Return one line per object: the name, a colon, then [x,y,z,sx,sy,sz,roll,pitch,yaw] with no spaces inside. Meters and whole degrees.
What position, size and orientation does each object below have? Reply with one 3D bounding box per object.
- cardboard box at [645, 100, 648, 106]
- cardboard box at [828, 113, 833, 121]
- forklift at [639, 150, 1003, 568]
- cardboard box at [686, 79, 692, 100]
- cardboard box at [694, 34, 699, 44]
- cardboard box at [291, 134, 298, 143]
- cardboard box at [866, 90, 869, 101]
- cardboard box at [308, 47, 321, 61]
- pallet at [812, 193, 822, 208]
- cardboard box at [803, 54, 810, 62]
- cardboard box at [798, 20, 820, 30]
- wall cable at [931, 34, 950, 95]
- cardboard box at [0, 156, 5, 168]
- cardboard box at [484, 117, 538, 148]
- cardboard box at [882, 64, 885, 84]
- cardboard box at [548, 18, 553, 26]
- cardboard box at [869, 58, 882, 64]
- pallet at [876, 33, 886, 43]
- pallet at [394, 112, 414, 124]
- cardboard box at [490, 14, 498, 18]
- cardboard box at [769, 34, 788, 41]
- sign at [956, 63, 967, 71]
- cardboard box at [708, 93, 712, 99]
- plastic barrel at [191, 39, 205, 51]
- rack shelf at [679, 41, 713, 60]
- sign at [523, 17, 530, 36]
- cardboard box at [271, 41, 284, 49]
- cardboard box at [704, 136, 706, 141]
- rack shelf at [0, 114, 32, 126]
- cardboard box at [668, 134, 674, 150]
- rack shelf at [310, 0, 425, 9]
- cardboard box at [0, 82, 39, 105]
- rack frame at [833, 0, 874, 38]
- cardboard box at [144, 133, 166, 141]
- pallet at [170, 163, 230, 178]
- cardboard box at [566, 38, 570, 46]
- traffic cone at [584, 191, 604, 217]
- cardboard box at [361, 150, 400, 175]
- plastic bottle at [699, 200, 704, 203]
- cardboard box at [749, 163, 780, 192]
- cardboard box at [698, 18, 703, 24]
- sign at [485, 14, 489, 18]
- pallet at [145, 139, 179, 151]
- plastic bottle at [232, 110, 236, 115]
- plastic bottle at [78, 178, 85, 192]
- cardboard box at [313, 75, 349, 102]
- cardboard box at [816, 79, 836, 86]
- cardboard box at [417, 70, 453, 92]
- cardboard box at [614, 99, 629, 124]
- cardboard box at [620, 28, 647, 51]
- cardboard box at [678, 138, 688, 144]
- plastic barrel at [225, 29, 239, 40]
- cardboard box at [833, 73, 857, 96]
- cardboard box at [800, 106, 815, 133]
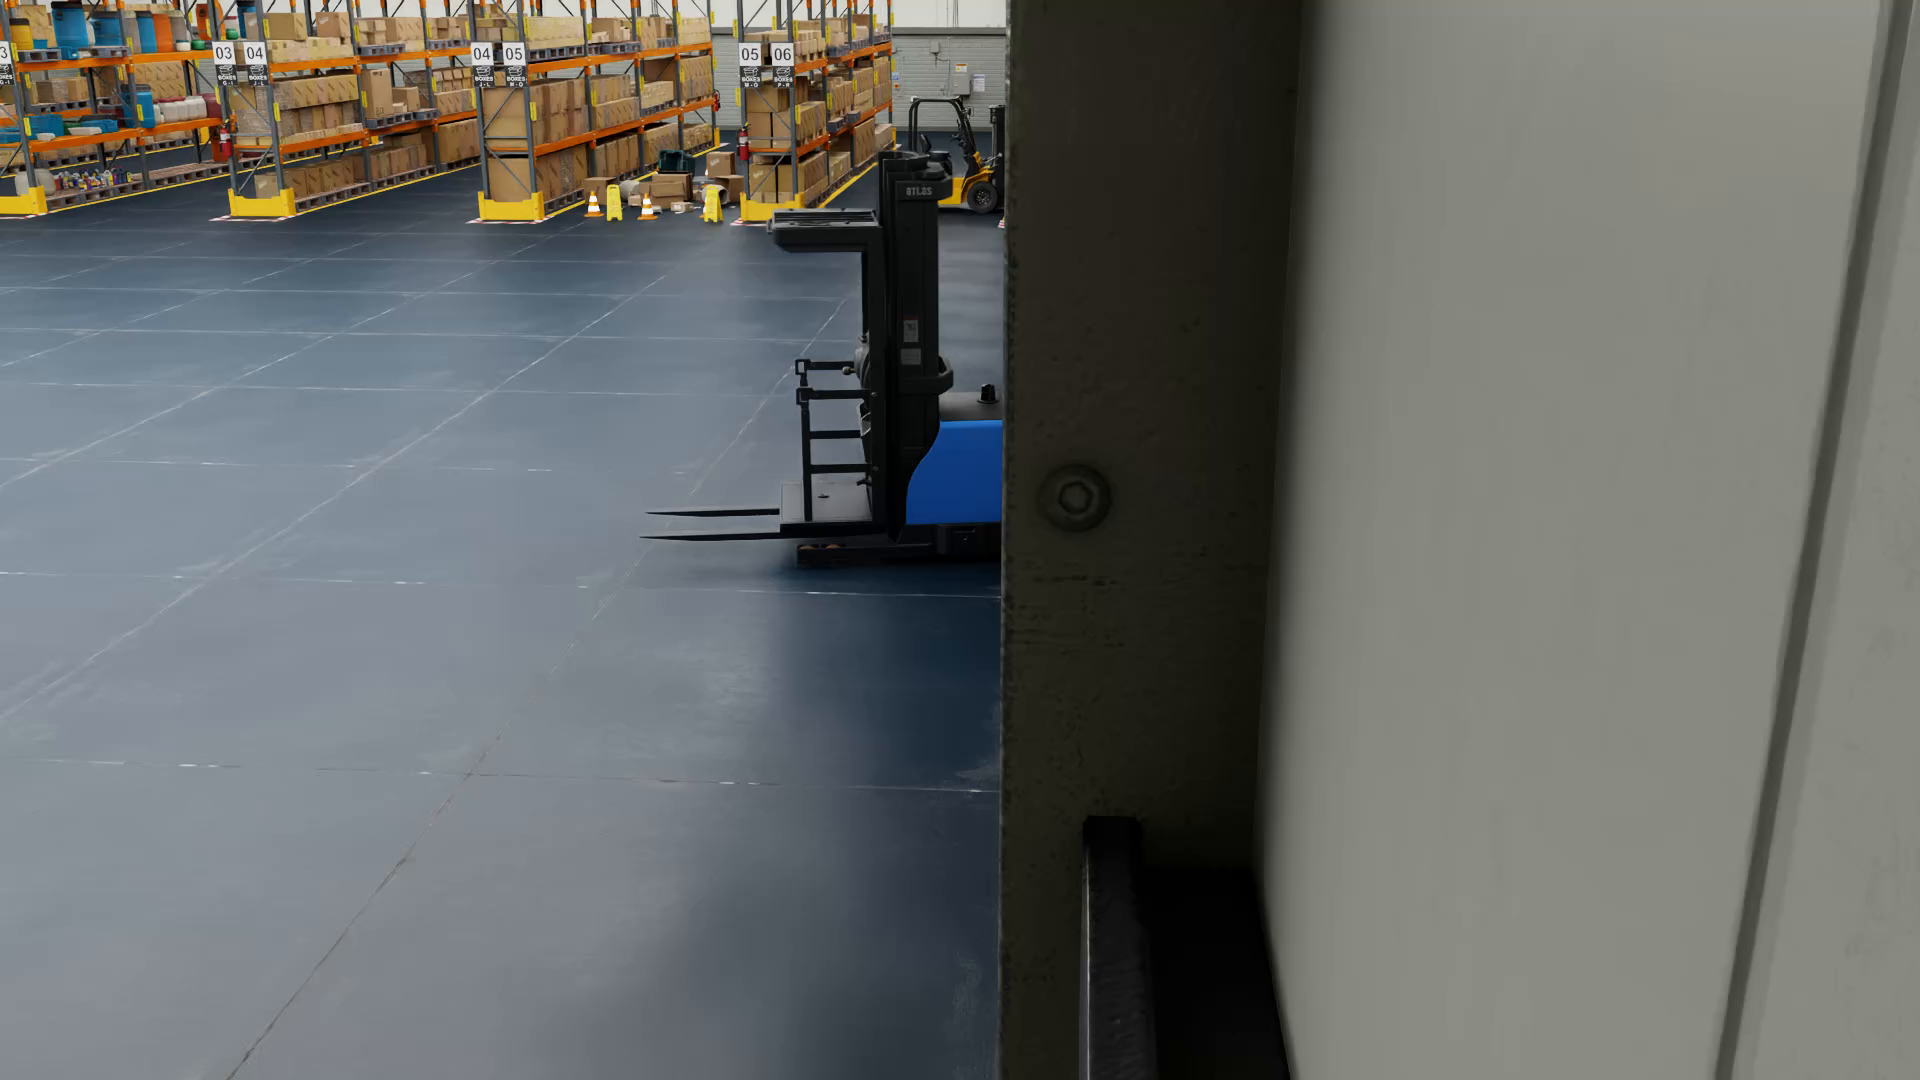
cardboard box: [-7.634,-10.391,39.545,0.380,0.149,0.250,2,18,7]
cardboard box: [-2.893,-8.932,35.095,0.380,0.149,0.250,2,18,5]
forklift: [-0.898,-1.356,12.354,3.031,2.935,1.130,-2,18,-6]
cardboard box: [-7.303,-11.742,43.302,0.500,0.500,0.500,1,18,4]
cardboard box: [-7.197,-13.223,43.882,0.500,0.250,0.500,2,18,6]
cardboard box: [-13.091,-7.785,32.267,0.380,0.149,0.250,1,18,4]
cardboard box: [-2.523,-10.880,40.747,0.500,0.250,0.500,2,18,5]
cardboard box: [-13.024,-9.640,32.950,0.500,0.250,0.500,2,18,6]
pallet: [-3.345,-6.773,33.254,1.003,0.211,1.213,1,18,4]
cardboard box: [-3.098,-9.248,31.916,0.380,0.149,0.250,1,18,5]
cardboard box: [-3.282,-10.979,35.558,0.500,0.250,0.500,2,18,5]
wall cable: [-0.591,-14.621,51.095,0.588,1.984,0.122,1,18,4]
cardboard box: [-22.593,-8.781,38.646,0.500,0.250,0.500,2,18,5]
cardboard box: [-8.497,-7.712,31.400,0.875,0.550,0.550,1,18,4]
cardboard box: [-2.269,-12.309,43.906,0.500,0.500,0.500,1,18,4]
cardboard box: [-8.045,-9.948,31.935,0.380,0.149,0.250,1,18,3]
cardboard box: [-2.264,-12.568,43.653,0.380,0.149,0.250,1,18,4]
pallet: [-2.515,-13.187,43.676,1.003,0.211,1.213,1,18,4]
pallet: [-12.946,-9.444,37.236,1.003,0.211,1.213,1,18,4]
cardboard box: [-12.519,-13.525,43.568,0.700,0.500,0.500,2,18,7]
cardboard box: [-3.305,-9.236,30.598,0.380,0.149,0.250,1,18,4]
sign: [0.038,-14.532,51.129,0.339,0.242,0.001,1,18,4]
cardboard box: [-7.073,-12.267,45.945,0.380,0.149,0.250,1,18,4]
plastic barrel: [-17.752,-11.535,38.742,0.294,0.245,0.294,0,18,0]
rack shelf: [-7.475,-12.956,43.983,1.077,0.370,4.000,1,18,4]
sign: [-7.926,-9.388,30.410,0.100,0.325,0.005,1,18,4]
cardboard box: [-13.053,-9.369,31.481,0.380,0.149,0.250,2,18,5]
cardboard box: [-7.184,-11.008,45.604,0.380,0.149,0.250,1,18,4]
rack shelf: [-22.869,-9.410,37.980,1.077,0.370,4.000,1,18,4]
cardboard box: [-7.457,-9.868,41.562,0.500,0.500,0.500,1,18,3]
rack shelf: [-12.989,-11.849,36.429,1.077,0.370,4.000,1,18,4]
cardboard box: [-22.793,-10.818,40.287,0.700,0.500,0.500,-5,19,-15]
rack frame: [-2.674,-14.023,41.267,1.000,3.000,0.127,1,18,4]
cardboard box: [-22.309,-11.222,45.656,0.797,0.503,0.637,1,18,4]
pallet: [-17.880,-8.697,39.125,1.003,0.211,1.213,1,18,4]
cardboard box: [-7.972,-9.884,33.021,0.380,0.149,0.250,2,18,5]
traffic cone: [-7.024,-6.452,31.870,0.336,0.463,0.334,1,18,4]
cardboard box: [-12.974,-8.442,37.176,0.700,0.500,0.500,0,18,-1]
plastic bottle: [-5.211,-6.932,33.981,0.133,0.061,0.283,4,19,13]
cardboard box: [-3.737,-6.949,31.850,0.500,0.500,0.500,1,18,4]
cardboard box: [-7.106,-13.926,44.587,0.380,0.149,0.250,2,18,5]
sign: [-12.016,-13.205,42.252,0.100,0.325,0.005,1,18,4]
pallet: [-22.304,-10.884,45.799,1.003,0.211,1.213,1,18,4]
plastic bottle: [-17.432,-10.330,39.830,0.152,0.276,0.135,1,18,4]
plastic bottle: [-17.918,-7.246,33.893,0.097,0.271,0.097,0,18,0]
cardboard box: [-12.924,-9.271,34.157,0.500,0.500,0.500,1,18,4]
cardboard box: [-2.886,-9.862,35.849,0.380,0.149,0.250,2,18,7]
cardboard box: [-12.727,-11.104,40.223,0.797,0.503,0.637,2,18,5]
cardboard box: [-7.743,-9.600,37.244,0.500,0.500,0.500,1,18,3]
cardboard box: [-7.599,-11.653,38.692,0.500,0.500,0.500,1,18,4]
cardboard box: [-7.273,-10.343,43.097,0.380,0.149,0.250,2,18,6]
plastic barrel: [-17.480,-12.137,39.903,0.294,0.245,0.294,0,18,0]
cardboard box: [-2.681,-10.600,38.689,0.500,0.500,0.500,1,18,2]
cardboard box: [-3.126,-8.252,32.652,0.500,0.500,0.500,1,18,3]
